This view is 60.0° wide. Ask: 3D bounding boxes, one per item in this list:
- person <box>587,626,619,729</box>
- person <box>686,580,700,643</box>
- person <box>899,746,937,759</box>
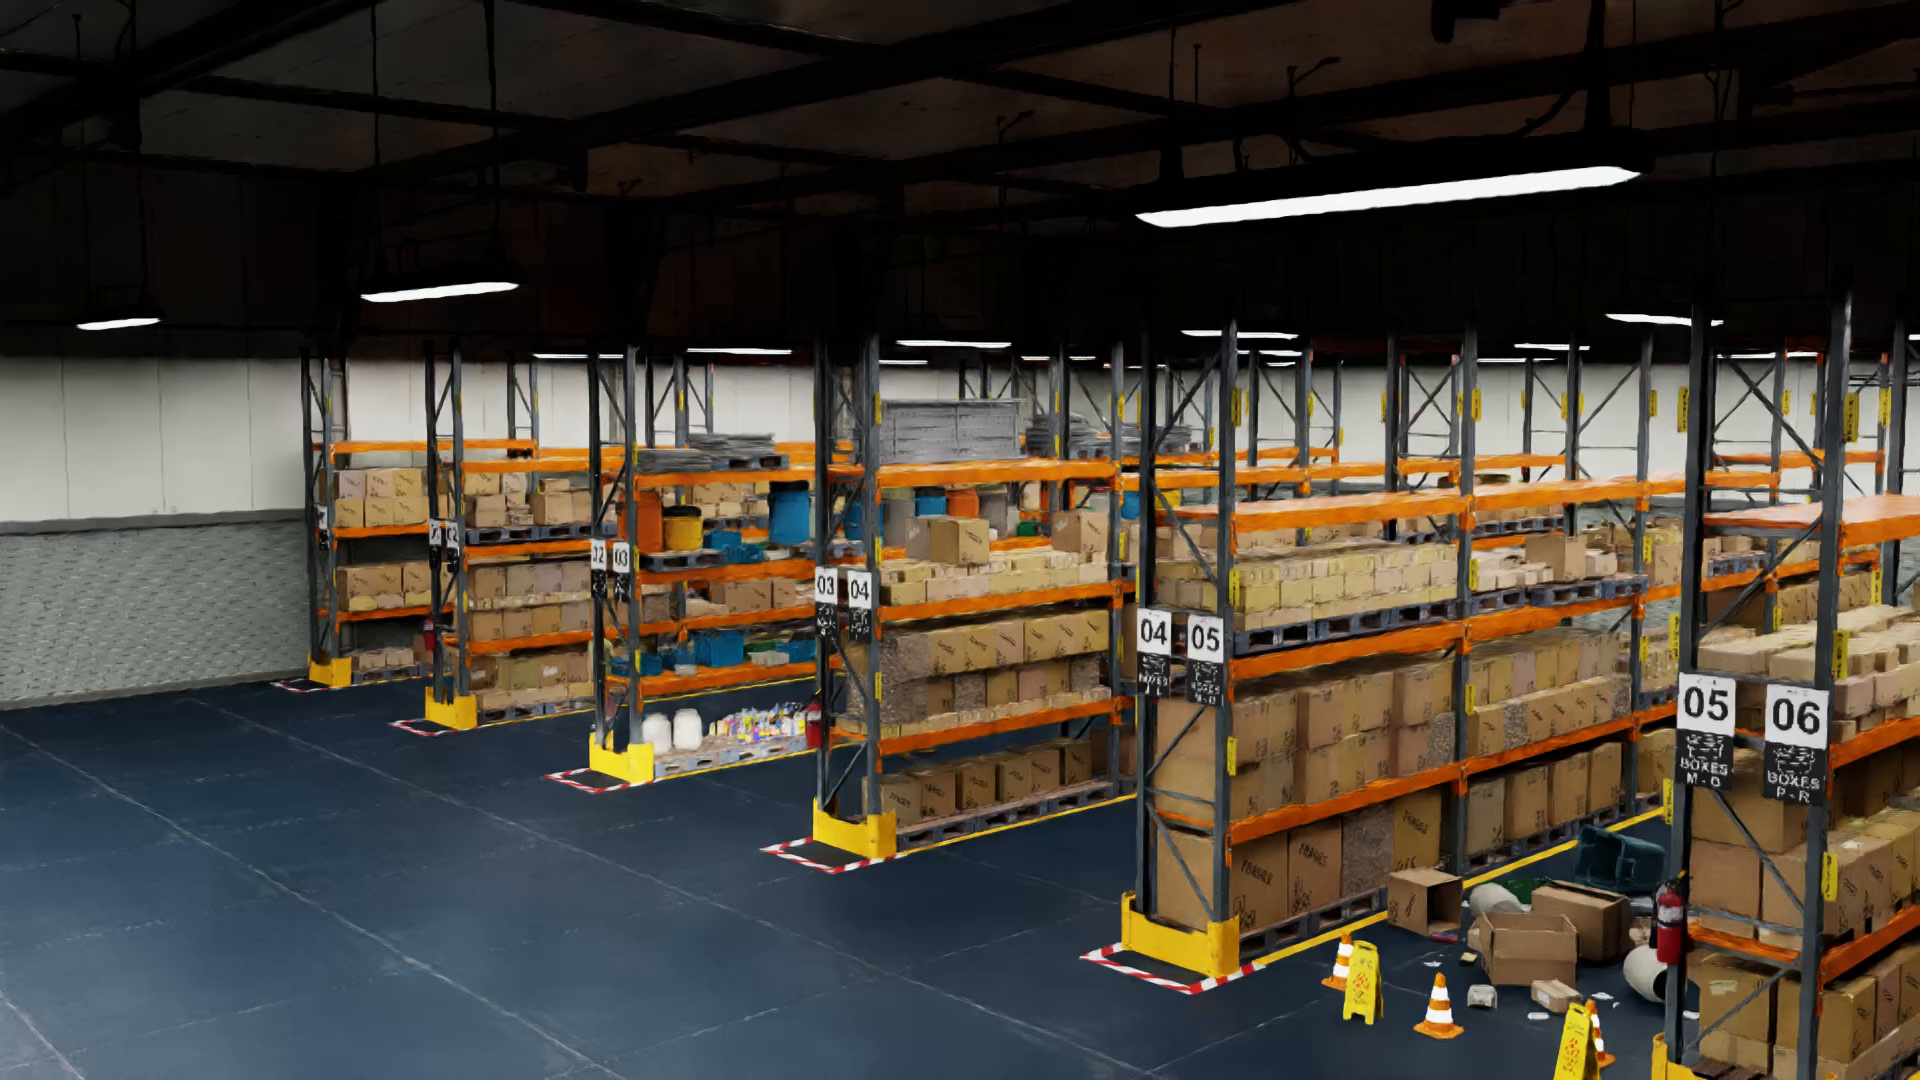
[{"bbox_3d":[-5.583,2.089,25.829,0.484,1.622,0.951,2,6,24],"label":"person"},{"bbox_3d":[-5.382,1.493,32.896,0.411,1.534,0.956,4,6,38],"label":"person"},{"bbox_3d":[-0.603,2.177,23.599,0.468,1.794,0.625,2,5,21],"label":"person"}]
